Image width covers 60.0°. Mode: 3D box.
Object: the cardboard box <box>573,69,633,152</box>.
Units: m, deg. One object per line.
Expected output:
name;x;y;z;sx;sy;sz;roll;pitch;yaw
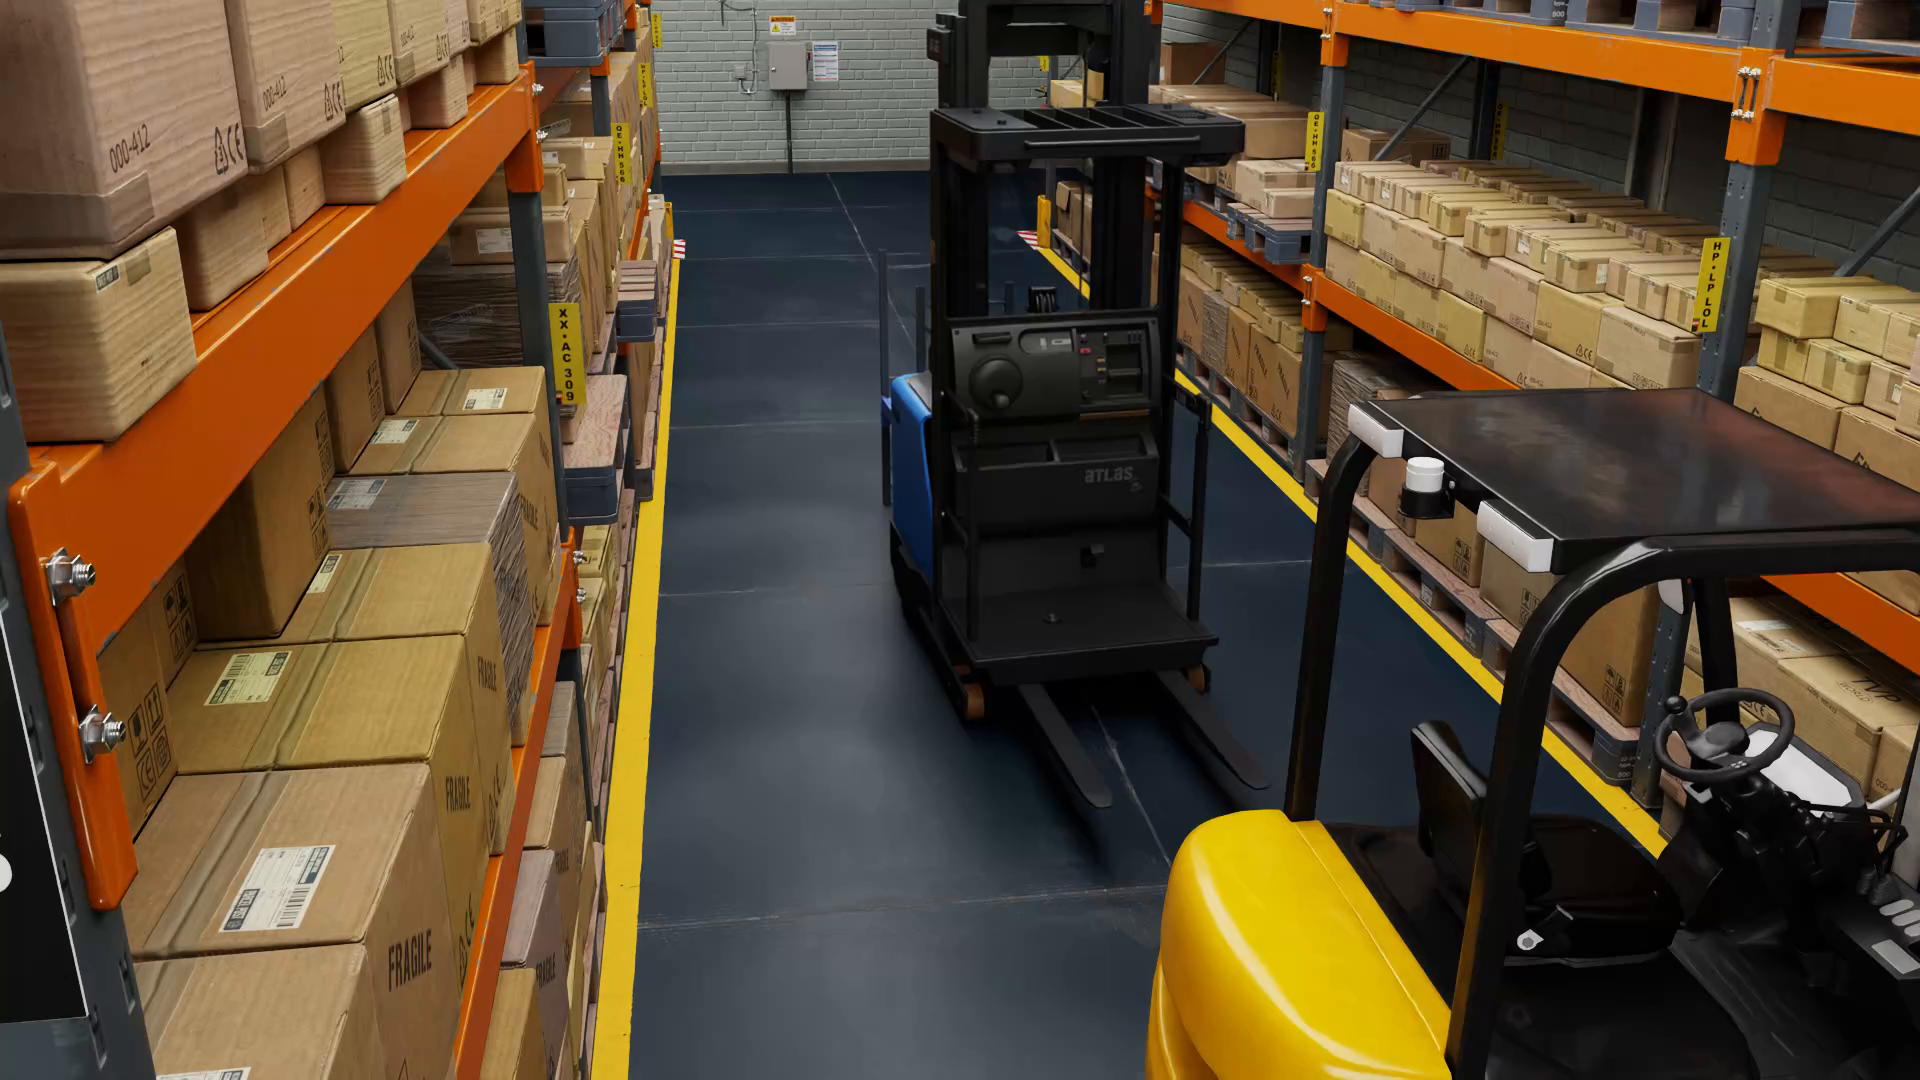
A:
cardboard box;-2.397;-2.762;10.753;0.500;0.500;0.500;-3;21;-7

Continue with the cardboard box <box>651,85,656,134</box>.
cardboard box;-3.039;-3.849;15.091;0.500;0.500;0.500;-2;21;-6

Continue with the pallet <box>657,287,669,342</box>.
pallet;-2.967;-1.884;13.958;1.003;0.211;1.213;-3;21;-8

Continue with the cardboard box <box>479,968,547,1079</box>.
cardboard box;-1.196;1.316;3.664;0.500;0.500;0.500;-3;21;-7

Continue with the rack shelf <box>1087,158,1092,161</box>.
rack shelf;1.688;-3.530;15.409;1.077;0.370;4.000;-3;21;-8

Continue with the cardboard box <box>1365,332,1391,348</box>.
cardboard box;2.786;-1.316;10.497;0.380;0.149;0.250;-2;21;-5

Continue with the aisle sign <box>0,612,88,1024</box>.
aisle sign;-0.890;0.020;1.160;0.394;0.787;0.004;-3;21;-8

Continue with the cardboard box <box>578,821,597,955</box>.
cardboard box;-1.431;1.129;5.235;0.500;0.250;0.500;-2;21;-5

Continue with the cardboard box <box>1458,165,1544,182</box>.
cardboard box;2.948;-1.953;9.088;0.380;0.149;0.250;-2;21;-6

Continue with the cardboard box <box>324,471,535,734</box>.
cardboard box;-1.312;0.159;3.934;0.500;0.500;0.500;-2;21;-6

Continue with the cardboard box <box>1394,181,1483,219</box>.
cardboard box;2.460;-1.745;8.532;0.380;0.149;0.250;-3;21;-7

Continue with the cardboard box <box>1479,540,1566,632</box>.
cardboard box;2.939;0.062;7.557;0.875;0.625;0.625;-3;21;-8

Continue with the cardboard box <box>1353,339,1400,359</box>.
cardboard box;2.769;-0.975;10.513;0.500;0.500;0.500;-2;21;-6

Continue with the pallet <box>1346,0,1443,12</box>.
pallet;2.739;-2.876;8.612;1.213;0.211;1.003;-2;21;-5

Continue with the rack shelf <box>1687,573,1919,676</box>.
rack shelf;3.418;0.625;4.284;1.077;0.370;4.000;-3;21;-8

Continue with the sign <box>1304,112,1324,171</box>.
sign;2.017;-2.264;9.450;0.100;0.325;0.005;-3;21;-8

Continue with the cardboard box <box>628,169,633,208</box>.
cardboard box;-2.320;-2.242;10.432;0.500;0.250;0.500;-3;21;-8

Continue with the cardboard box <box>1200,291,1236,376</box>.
cardboard box;2.046;-1.485;11.877;0.500;0.500;0.500;-4;21;-10

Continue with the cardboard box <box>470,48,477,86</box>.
cardboard box;-1.485;-1.255;4.361;0.380;0.149;0.250;-3;21;-7

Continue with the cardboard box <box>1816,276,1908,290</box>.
cardboard box;3.291;-0.888;6.236;0.380;0.149;0.250;-3;21;-9

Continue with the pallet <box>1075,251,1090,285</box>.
pallet;1.699;-2.529;15.687;1.003;0.211;1.213;-3;21;-8

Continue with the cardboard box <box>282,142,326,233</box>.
cardboard box;-1.165;-0.543;2.455;0.380;0.149;0.250;-4;21;-9

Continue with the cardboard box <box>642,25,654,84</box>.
cardboard box;-3.102;-4.489;15.375;0.500;0.500;0.500;-3;21;-8

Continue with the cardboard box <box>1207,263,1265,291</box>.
cardboard box;2.015;-1.918;12.109;0.380;0.149;0.250;-2;21;-6

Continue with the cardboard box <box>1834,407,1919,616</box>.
cardboard box;3.026;-0.105;5.068;0.500;0.500;0.500;-3;21;-7

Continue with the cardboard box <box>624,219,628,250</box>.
cardboard box;-2.272;-1.827;10.034;0.500;0.250;0.500;-4;21;-9

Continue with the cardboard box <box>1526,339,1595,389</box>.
cardboard box;2.720;-0.670;6.936;0.500;0.250;0.500;-3;21;-8

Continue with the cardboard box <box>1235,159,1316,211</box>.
cardboard box;2.080;-2.265;10.608;0.500;0.250;0.500;-4;21;-10

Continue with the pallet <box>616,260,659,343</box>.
pallet;-2.150;-1.207;8.434;1.213;0.211;1.003;-3;21;-8

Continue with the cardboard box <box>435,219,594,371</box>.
cardboard box;-1.639;-0.886;6.133;0.500;0.500;0.500;-3;21;-8

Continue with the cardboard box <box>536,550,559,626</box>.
cardboard box;-1.391;0.147;4.896;0.380;0.149;0.250;-2;21;-7

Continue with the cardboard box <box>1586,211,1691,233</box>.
cardboard box;3.117;-1.418;7.656;0.380;0.149;0.250;-3;21;-7

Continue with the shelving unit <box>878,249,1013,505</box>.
shelving unit;-0.093;-0.763;9.114;0.538;1.500;1.048;-5;21;-12

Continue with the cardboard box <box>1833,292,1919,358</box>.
cardboard box;3.026;-0.684;5.266;0.380;0.149;0.250;-3;21;-7

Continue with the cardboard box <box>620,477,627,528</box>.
cardboard box;-2.287;-0.308;8.908;0.950;0.372;0.625;-4;21;-11

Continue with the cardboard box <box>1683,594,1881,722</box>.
cardboard box;2.889;0.402;5.754;0.500;0.250;0.500;-3;21;-9

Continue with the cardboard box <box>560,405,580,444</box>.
cardboard box;-1.549;-0.439;5.864;0.380;0.149;0.250;-3;21;-7

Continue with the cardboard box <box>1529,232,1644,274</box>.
cardboard box;2.677;-1.217;7.116;0.380;0.149;0.250;-3;21;-9

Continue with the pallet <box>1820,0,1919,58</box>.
pallet;3.278;-1.474;4.716;1.003;0.211;1.213;-3;21;-8

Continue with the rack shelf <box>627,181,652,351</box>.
rack shelf;-2.647;-1.893;11.027;1.077;0.370;4.000;-3;21;-8

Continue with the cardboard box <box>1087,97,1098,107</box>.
cardboard box;1.442;-3.932;15.246;0.500;0.250;0.500;-3;21;-9

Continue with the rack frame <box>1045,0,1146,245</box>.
rack frame;1.399;-4.559;17.137;1.000;3.000;0.127;-3;21;-8

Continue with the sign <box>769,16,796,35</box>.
sign;-2.333;-6.770;21.875;0.339;0.242;0.001;-3;21;-8

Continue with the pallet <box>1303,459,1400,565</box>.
pallet;2.633;-0.196;9.440;1.003;0.211;1.213;-3;21;-8

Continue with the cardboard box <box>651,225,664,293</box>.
cardboard box;-3.049;-2.452;14.556;0.875;0.438;0.875;-4;21;-9

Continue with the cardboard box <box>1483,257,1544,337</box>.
cardboard box;2.656;-1.081;7.323;0.500;0.250;0.500;-3;21;-7

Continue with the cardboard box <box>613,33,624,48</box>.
cardboard box;-2.724;-3.864;12.777;0.380;0.149;0.250;-3;21;-9

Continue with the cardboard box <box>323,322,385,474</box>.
cardboard box;-1.881;-0.466;4.181;0.700;0.500;0.500;-3;21;-7

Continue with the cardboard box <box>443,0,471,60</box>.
cardboard box;-1.319;-1.136;3.472;0.500;0.250;0.500;-3;21;-9

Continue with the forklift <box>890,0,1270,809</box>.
forklift;0.473;-0.742;7.012;1.130;2.935;3.031;-5;21;-12

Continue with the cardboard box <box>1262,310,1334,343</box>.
cardboard box;2.161;-1.370;10.643;0.380;0.149;0.250;-4;21;-11

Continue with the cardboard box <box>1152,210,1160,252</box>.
cardboard box;1.628;-2.711;15.161;0.700;0.500;0.500;-4;21;-10
